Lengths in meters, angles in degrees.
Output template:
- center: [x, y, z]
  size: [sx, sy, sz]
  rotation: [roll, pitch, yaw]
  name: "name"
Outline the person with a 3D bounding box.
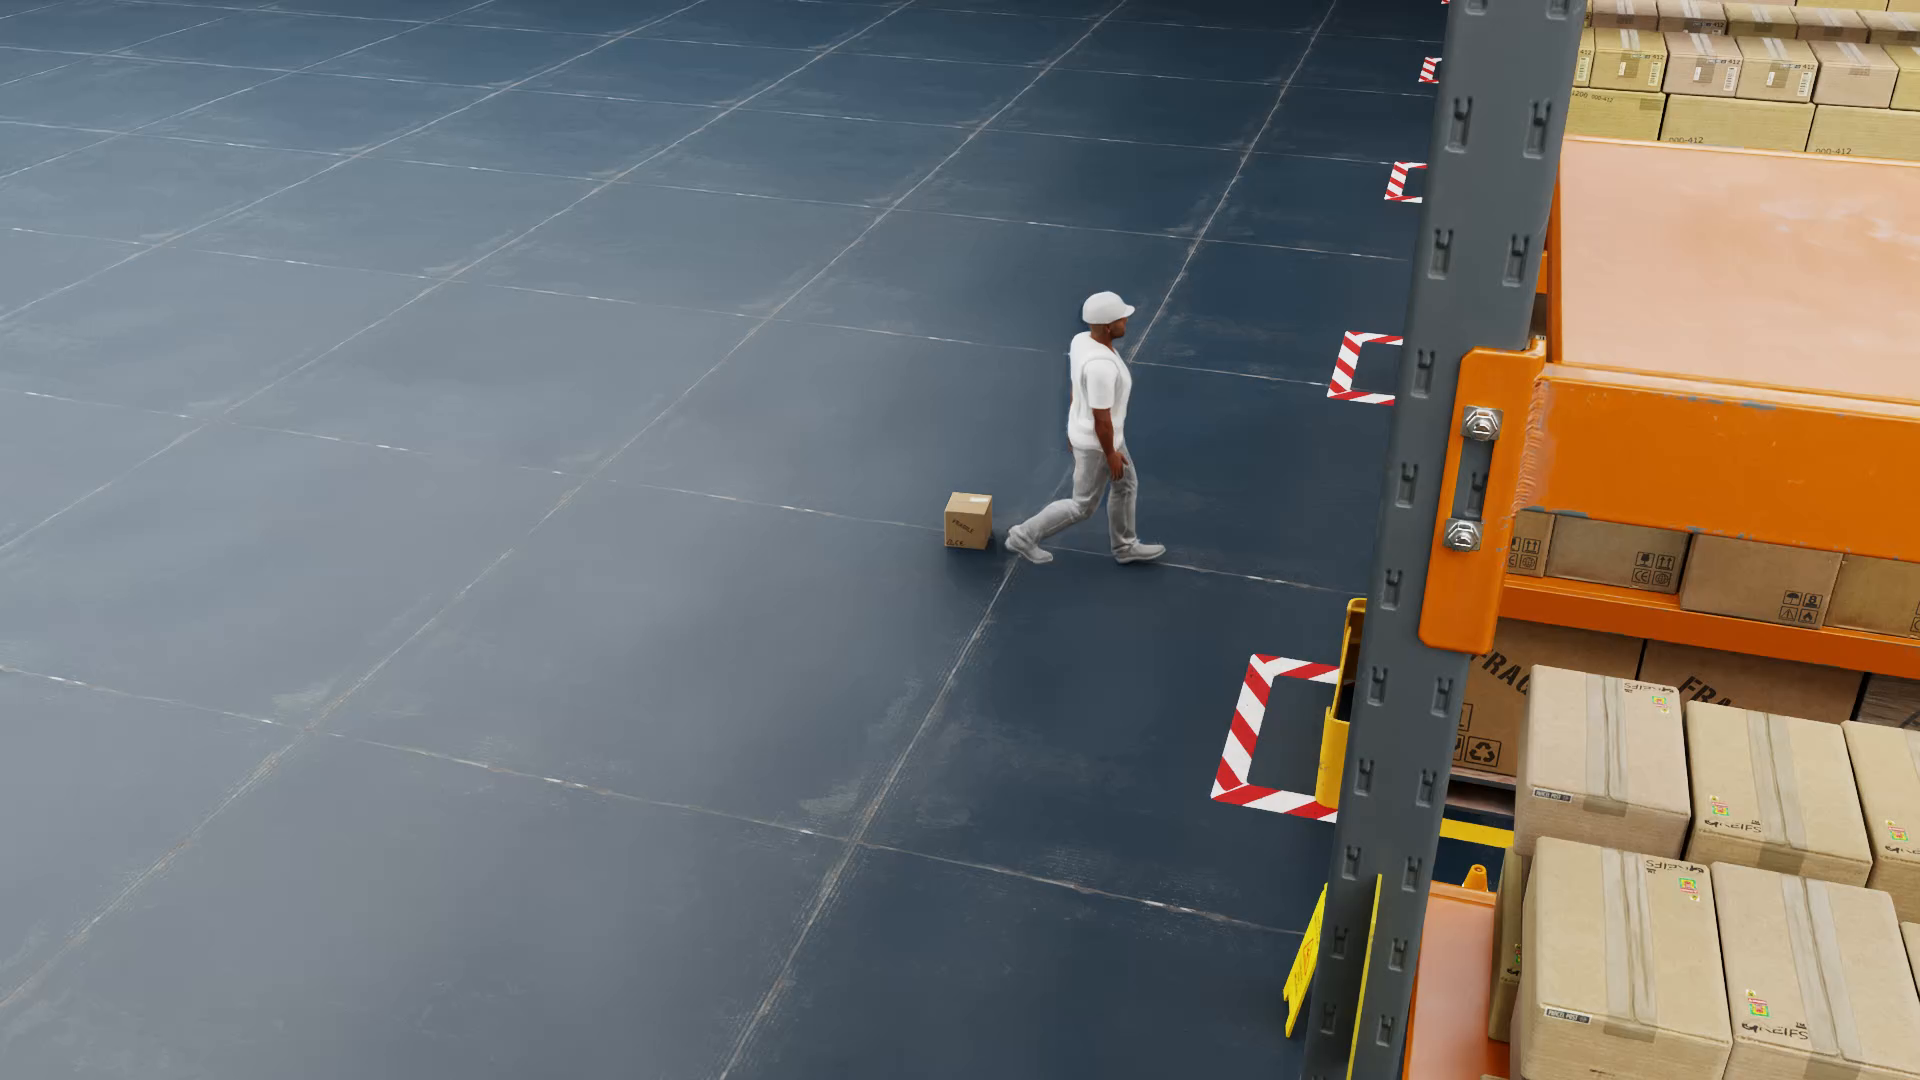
- center: [0.753, -0.600, 9.574]
  size: [0.980, 1.736, 0.561]
  rotation: [0, 29, 0]
  name: "person"
